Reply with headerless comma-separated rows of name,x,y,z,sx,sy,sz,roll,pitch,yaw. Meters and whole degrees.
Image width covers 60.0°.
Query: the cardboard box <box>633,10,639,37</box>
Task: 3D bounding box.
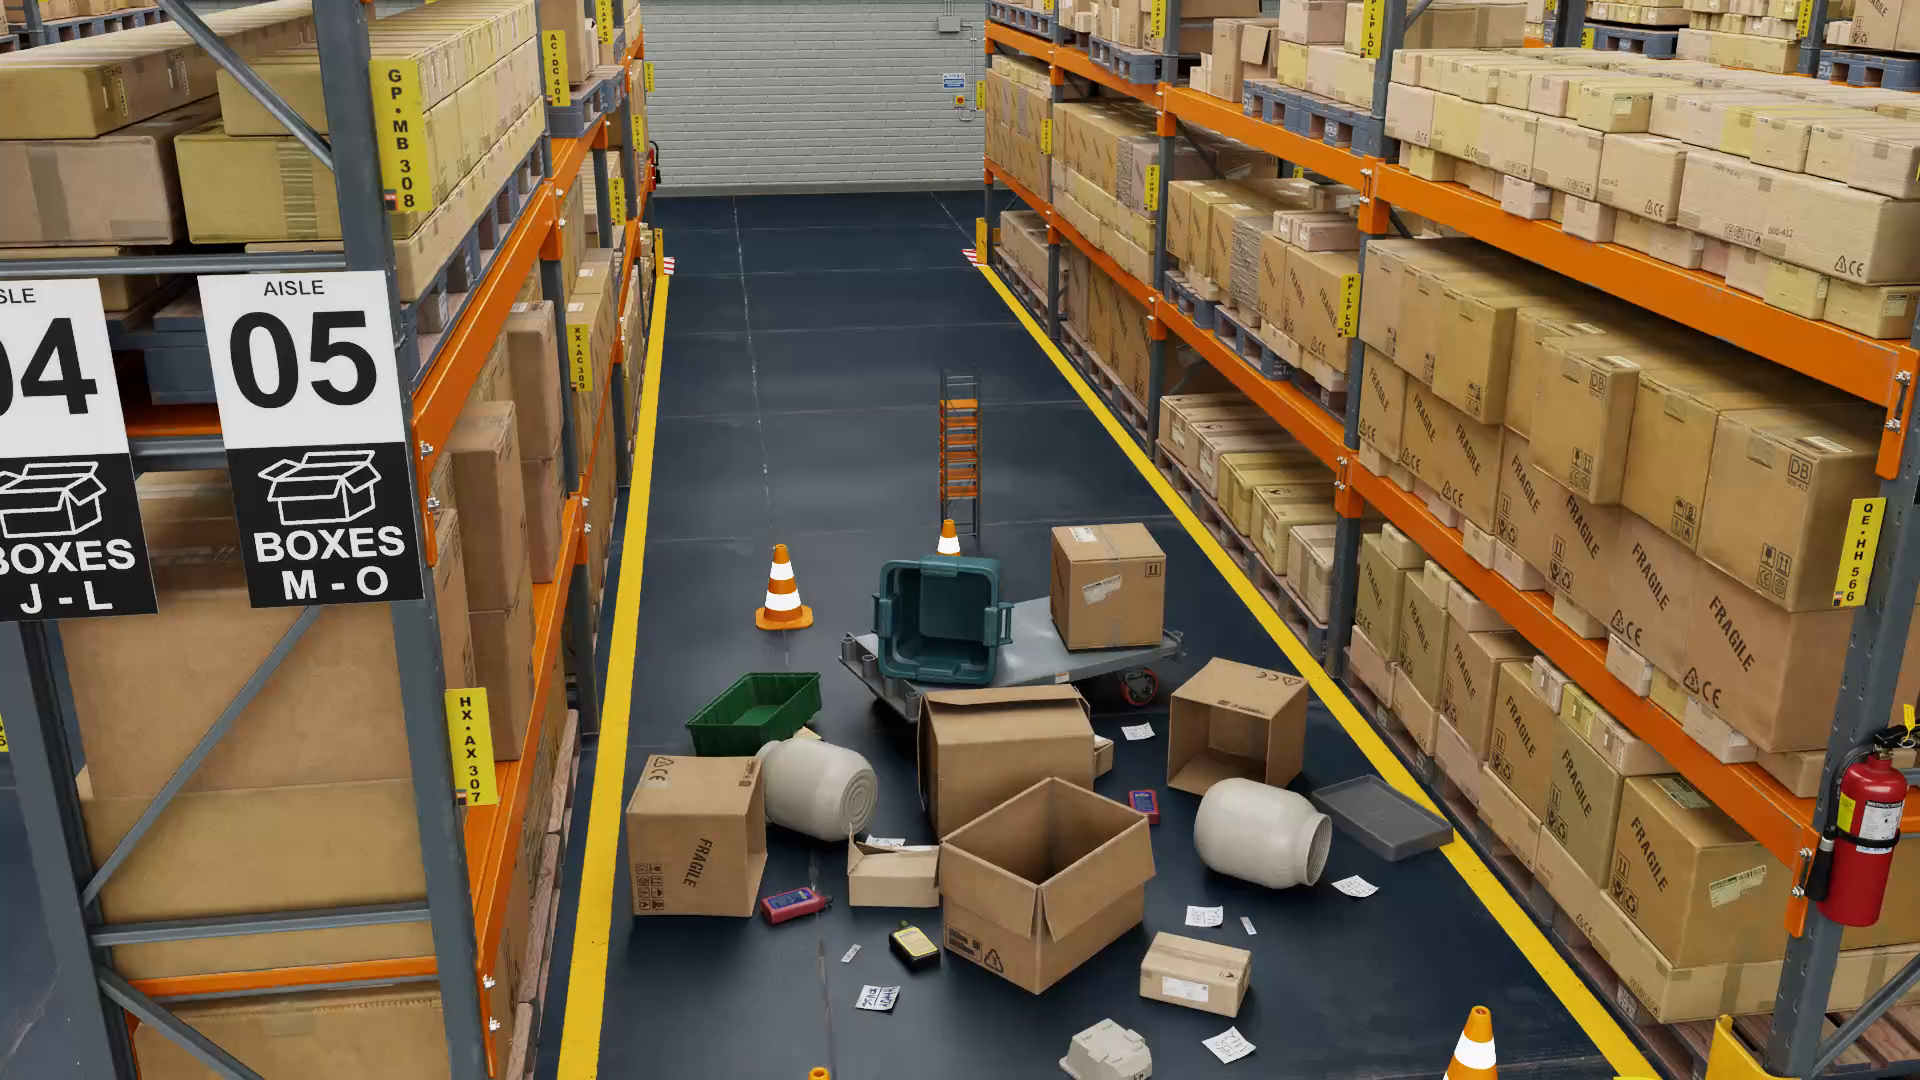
cardboard box,-3.522,-5.208,16.800,0.500,0.250,0.500,-2,21,-5

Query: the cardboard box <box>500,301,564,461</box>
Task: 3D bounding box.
cardboard box,-2.141,-0.656,6.929,0.875,0.550,0.550,-3,21,-8

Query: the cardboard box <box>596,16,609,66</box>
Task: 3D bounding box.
cardboard box,-2.750,-3.442,11.716,0.500,0.500,0.500,-3,21,-8

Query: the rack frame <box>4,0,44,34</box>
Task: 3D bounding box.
rack frame,-8.430,-5.759,13.775,1.000,3.000,0.127,-3,21,-8

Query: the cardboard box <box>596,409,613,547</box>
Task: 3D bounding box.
cardboard box,-2.803,-0.404,10.626,1.050,0.750,0.750,-3,21,-7

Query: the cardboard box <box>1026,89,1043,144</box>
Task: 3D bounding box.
cardboard box,0.970,-4.290,16.842,0.500,0.500,0.500,-3,21,-9

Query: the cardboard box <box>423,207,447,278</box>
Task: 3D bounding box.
cardboard box,-1.547,-0.764,4.302,0.380,0.149,0.250,-3,21,-7

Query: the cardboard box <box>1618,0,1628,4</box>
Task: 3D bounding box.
cardboard box,6.158,-4.893,14.934,0.380,0.149,0.250,-3,21,-7

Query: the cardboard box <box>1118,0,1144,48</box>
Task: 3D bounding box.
cardboard box,1.622,-4.046,12.731,0.700,0.500,0.500,-4,21,-10

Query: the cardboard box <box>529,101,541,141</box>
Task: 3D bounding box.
cardboard box,-1.949,-1.728,6.885,0.380,0.149,0.250,-3,21,-7

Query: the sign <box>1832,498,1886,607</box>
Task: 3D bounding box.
sign,2.554,0.037,4.725,0.100,0.325,0.005,-3,21,-8

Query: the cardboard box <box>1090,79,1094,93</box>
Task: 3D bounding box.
cardboard box,1.456,-4.565,16.651,0.380,0.149,0.250,-3,21,-8

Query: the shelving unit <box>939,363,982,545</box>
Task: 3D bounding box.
shelving unit,0.002,-0.557,10.993,0.258,1.200,0.189,-3,21,-8

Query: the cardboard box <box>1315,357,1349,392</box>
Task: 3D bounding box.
cardboard box,2.182,-0.922,9.157,0.380,0.149,0.250,-3,21,-7

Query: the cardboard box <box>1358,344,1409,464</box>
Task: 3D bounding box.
cardboard box,2.317,-0.699,8.232,0.500,0.500,0.500,-3,21,-8

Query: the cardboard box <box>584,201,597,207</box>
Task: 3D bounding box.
cardboard box,-2.847,-2.400,12.262,0.380,0.149,0.250,-3,21,-9

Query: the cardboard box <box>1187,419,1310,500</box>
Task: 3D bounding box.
cardboard box,2.139,-0.578,11.633,0.950,0.372,0.625,-3,21,-9

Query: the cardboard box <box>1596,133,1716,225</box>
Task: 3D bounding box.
cardboard box,2.615,-1.285,5.873,0.500,0.250,0.500,-2,21,-6

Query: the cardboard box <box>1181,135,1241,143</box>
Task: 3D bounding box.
cardboard box,2.043,-2.933,13.211,0.500,0.500,0.500,-3,21,-8

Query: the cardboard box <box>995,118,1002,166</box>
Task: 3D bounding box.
cardboard box,0.685,-4.526,18.905,0.500,0.500,0.500,-3,21,-9

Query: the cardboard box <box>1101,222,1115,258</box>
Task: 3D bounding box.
cardboard box,1.477,-2.507,13.855,0.500,0.250,0.500,-3,21,-8

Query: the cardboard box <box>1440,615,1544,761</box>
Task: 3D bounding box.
cardboard box,2.509,0.643,7.464,0.500,0.500,0.500,-2,21,-5

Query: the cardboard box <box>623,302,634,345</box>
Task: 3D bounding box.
cardboard box,-2.923,-1.755,13.528,0.500,0.250,0.500,-3,21,-7

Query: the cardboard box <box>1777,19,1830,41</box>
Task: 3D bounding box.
cardboard box,6.575,-3.948,12.856,0.380,0.149,0.250,-2,21,-7

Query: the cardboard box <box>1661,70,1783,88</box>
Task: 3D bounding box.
cardboard box,3.045,-1.795,6.668,0.380,0.149,0.250,-3,21,-7

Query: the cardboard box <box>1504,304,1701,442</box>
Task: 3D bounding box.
cardboard box,2.641,-0.641,6.649,0.700,0.500,0.500,-3,21,-8

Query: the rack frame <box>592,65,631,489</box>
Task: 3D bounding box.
rack frame,-2.931,-1.779,11.693,1.000,3.000,0.127,-3,21,-8

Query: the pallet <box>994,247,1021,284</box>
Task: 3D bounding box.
pallet,0.992,-3.254,19.628,1.003,0.211,1.213,-3,21,-8

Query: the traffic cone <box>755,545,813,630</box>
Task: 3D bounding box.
traffic cone,-1.053,0.254,9.876,0.336,0.463,0.334,-3,21,-8

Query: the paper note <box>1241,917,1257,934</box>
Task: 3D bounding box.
paper note,1.198,1.603,6.911,0.032,0.001,0.123,-3,21,-8

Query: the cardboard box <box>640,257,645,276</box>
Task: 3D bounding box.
cardboard box,-3.435,-2.799,17.046,0.380,0.149,0.250,-2,21,-7

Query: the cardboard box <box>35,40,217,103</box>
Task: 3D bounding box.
cardboard box,-2.273,-1.278,4.541,0.380,0.149,0.250,-3,21,-7

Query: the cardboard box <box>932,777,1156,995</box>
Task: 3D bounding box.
cardboard box,0.348,1.395,6.762,0.637,0.503,0.797,17,27,39

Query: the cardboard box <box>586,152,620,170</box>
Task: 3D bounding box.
cardboard box,-3.257,-3.393,14.921,0.380,0.149,0.250,-2,21,-5

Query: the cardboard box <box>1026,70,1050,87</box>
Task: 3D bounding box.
cardboard box,0.895,-4.804,17.293,0.380,0.149,0.250,-3,21,-9

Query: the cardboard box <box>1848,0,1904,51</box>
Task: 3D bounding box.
cardboard box,6.727,-3.748,11.791,0.500,0.500,0.500,-3,21,-7

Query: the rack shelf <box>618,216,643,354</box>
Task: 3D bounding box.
rack shelf,-3.219,-2.135,13.673,1.077,0.370,4.000,-3,21,-8

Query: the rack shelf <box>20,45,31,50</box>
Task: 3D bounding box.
rack shelf,-8.719,-4.710,16.280,1.077,0.370,4.000,-3,21,-8

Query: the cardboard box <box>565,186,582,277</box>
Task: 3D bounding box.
cardboard box,-2.802,-1.963,10.614,0.700,0.500,0.500,-3,21,-9

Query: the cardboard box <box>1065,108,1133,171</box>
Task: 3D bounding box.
cardboard box,1.256,-3.622,15.056,0.500,0.500,0.500,-3,21,-8

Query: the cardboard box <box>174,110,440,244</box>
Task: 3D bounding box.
cardboard box,-1.593,-0.907,4.117,0.500,0.250,0.500,-3,21,-8

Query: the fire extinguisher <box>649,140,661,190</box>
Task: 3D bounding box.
fire extinguisher,-3.664,-4.449,19.483,0.296,0.674,0.183,-3,21,-8

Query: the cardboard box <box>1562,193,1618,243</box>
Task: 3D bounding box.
cardboard box,2.512,-1.220,6.269,0.380,0.149,0.250,-3,21,-8

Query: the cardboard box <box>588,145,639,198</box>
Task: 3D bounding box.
cardboard box,-3.330,-3.535,15.824,0.500,0.500,0.500,-3,21,-9

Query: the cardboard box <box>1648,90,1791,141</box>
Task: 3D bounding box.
cardboard box,2.685,-1.503,5.886,0.380,0.149,0.250,-4,21,-9

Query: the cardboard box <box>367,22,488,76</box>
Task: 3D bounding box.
cardboard box,-1.730,-1.574,5.333,0.380,0.149,0.250,-3,21,-7

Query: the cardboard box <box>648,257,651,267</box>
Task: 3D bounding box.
cardboard box,-3.562,-3.023,18.072,0.380,0.149,0.250,-3,21,-7

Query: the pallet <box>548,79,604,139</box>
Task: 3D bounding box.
pallet,-2.622,-2.489,9.575,1.003,0.211,1.213,-2,21,-5

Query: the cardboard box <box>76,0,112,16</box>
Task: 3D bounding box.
cardboard box,-8.611,-5.287,15.912,0.700,0.500,0.500,-2,21,-5

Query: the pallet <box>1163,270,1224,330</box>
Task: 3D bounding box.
pallet,2.161,-1.733,11.842,1.213,0.211,1.003,-3,21,-8

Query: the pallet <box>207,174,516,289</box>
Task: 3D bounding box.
pallet,-2.074,-1.053,5.587,1.003,0.211,1.213,-3,21,-8

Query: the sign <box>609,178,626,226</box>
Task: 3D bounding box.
sign,-2.382,-2.351,11.568,0.100,0.325,0.005,-3,21,-8

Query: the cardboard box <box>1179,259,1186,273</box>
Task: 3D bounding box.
cardboard box,1.816,-2.021,12.099,0.380,0.149,0.250,-4,21,-11

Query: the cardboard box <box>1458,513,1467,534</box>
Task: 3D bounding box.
cardboard box,2.484,-0.083,7.509,0.380,0.149,0.250,-3,21,-8

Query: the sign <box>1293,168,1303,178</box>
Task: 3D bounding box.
sign,2.488,-2.600,12.348,0.100,0.325,0.005,-3,21,-8
